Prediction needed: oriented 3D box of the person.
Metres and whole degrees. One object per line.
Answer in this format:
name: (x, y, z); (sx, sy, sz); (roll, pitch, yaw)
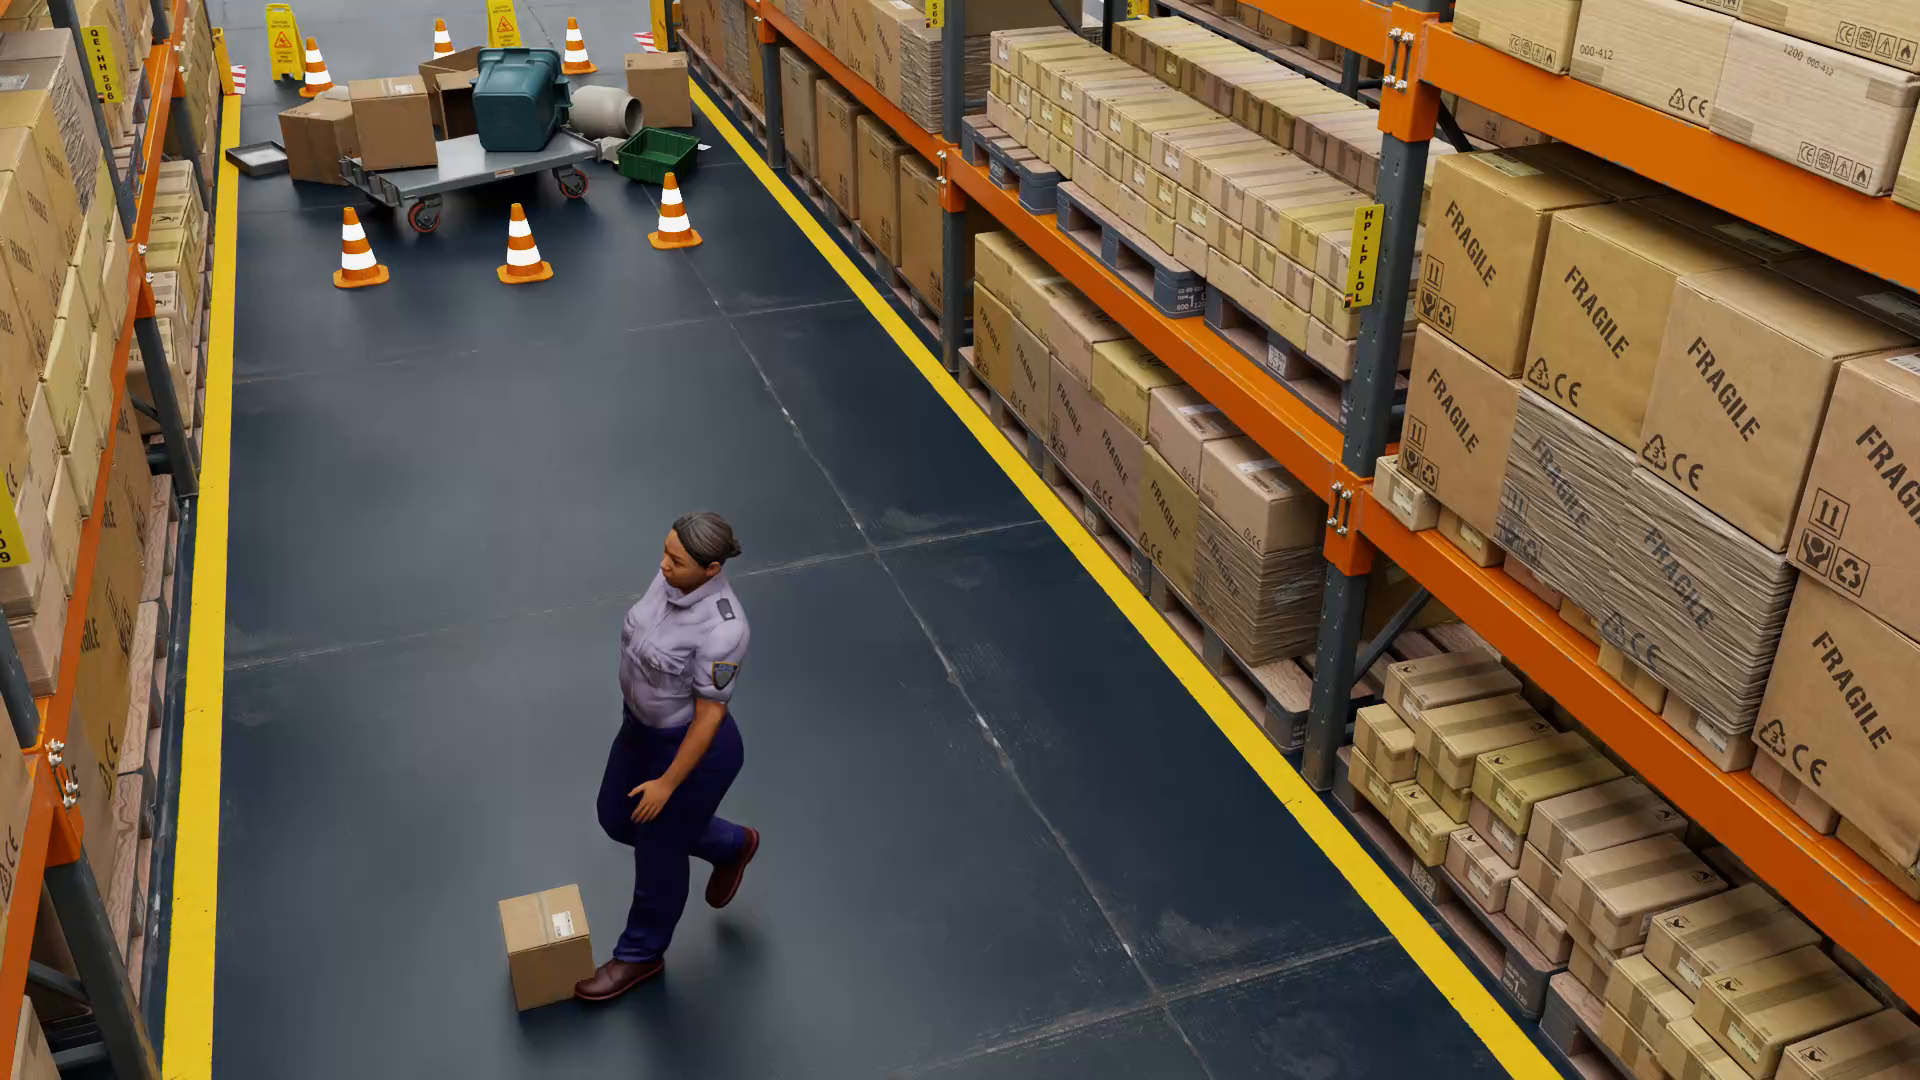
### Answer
person: (-0.937, 0.640, 5.056); (0.715, 1.602, 0.521); (-17, 34, -27)
